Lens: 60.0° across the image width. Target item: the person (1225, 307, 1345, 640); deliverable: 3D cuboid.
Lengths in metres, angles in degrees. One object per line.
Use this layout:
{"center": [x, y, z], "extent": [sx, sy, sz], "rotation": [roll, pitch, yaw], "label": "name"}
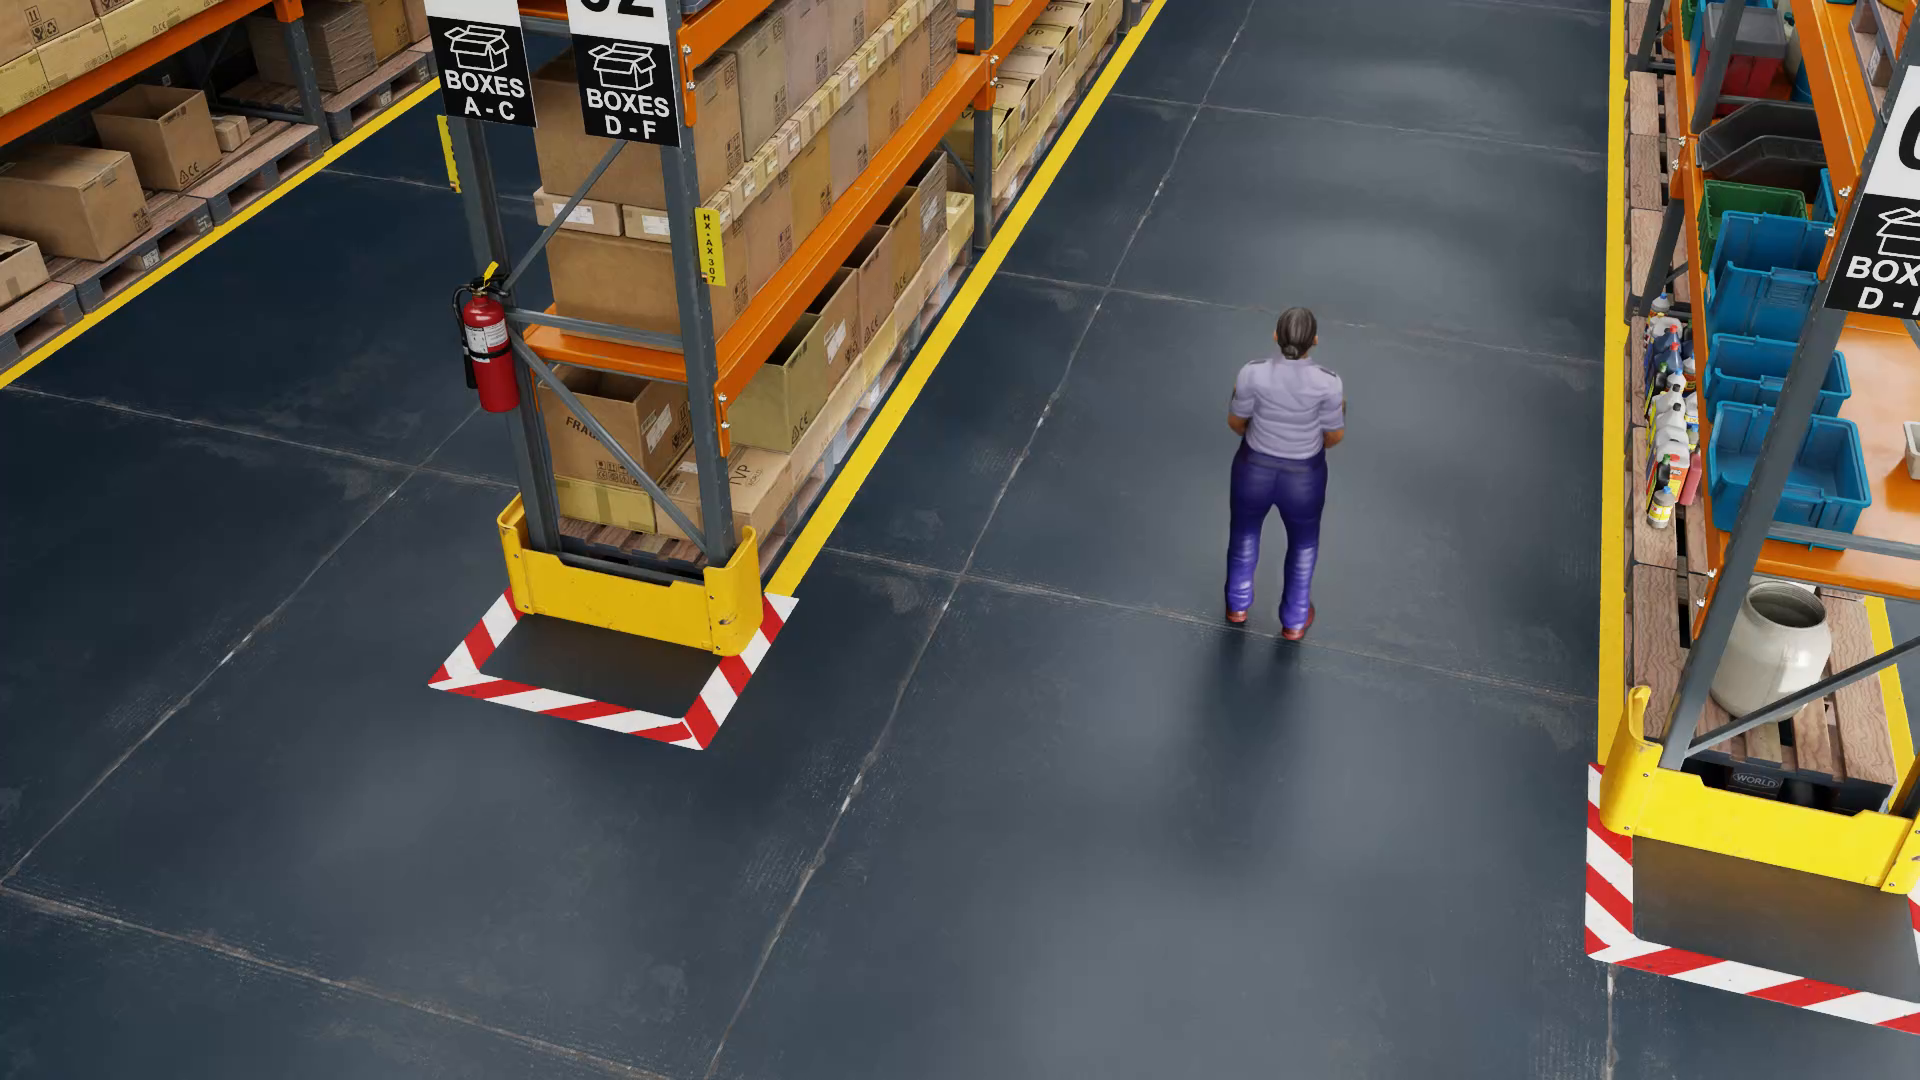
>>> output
{"center": [1.406, -0.309, 7.299], "extent": [0.498, 1.656, 0.450], "rotation": [10, 38, 13], "label": "person"}
